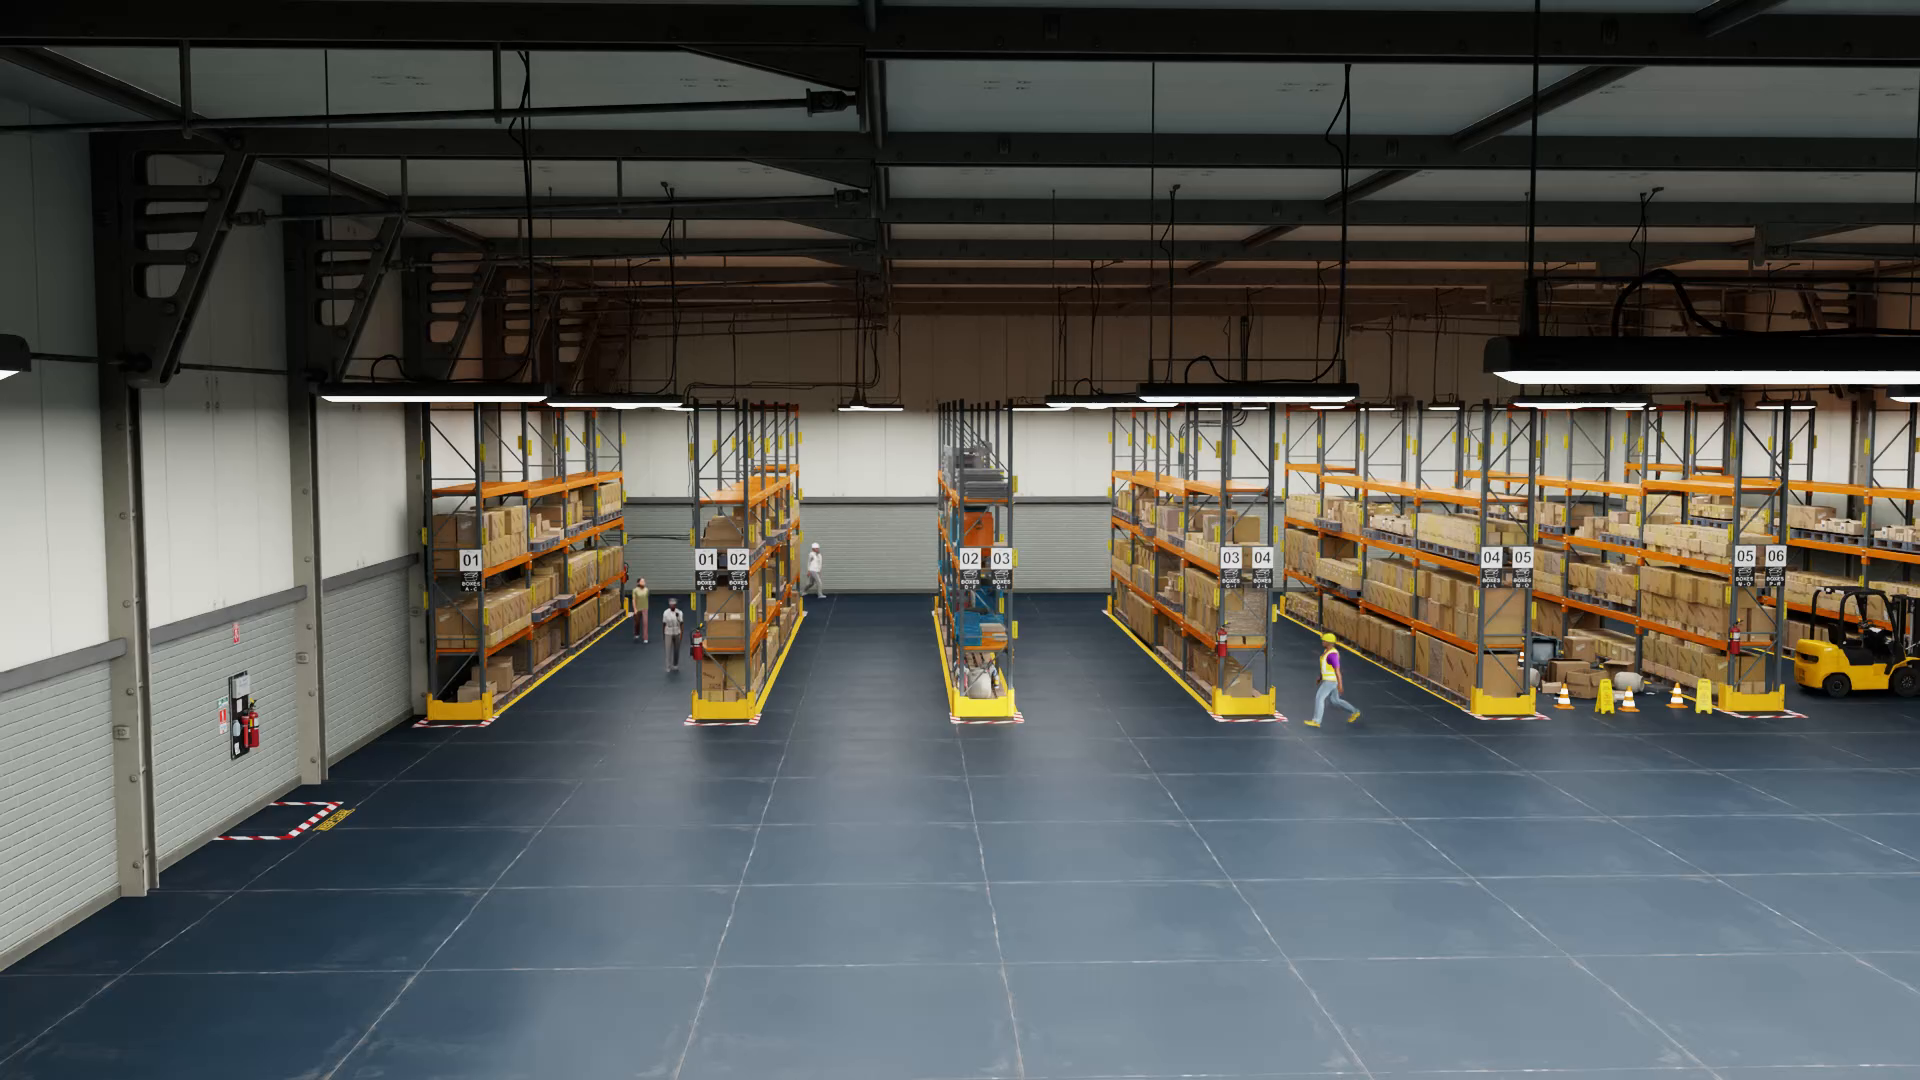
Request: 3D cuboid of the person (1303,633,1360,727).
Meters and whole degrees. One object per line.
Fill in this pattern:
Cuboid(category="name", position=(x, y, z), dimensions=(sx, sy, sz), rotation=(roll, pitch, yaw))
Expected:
Cuboid(category="person", position=(6.818, 2.560, 30.412), dimensions=(1.068, 1.715, 0.647), rotation=(0, 4, 3))

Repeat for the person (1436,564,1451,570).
Cuboid(category="person", position=(14.672, 1.037, 50.696), dimensions=(1.063, 1.617, 0.564), rotation=(1, 4, 14))

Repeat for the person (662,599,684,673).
Cuboid(category="person", position=(-6.347, 2.097, 36.780), dimensions=(0.469, 1.620, 0.977), rotation=(-1, 5, -16))

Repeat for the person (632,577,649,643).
Cuboid(category="person", position=(-7.980, 1.741, 41.536), dimensions=(0.411, 1.620, 1.019), rotation=(-1, 4, -12))

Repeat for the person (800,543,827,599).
Cuboid(category="person", position=(-4.553, 0.946, 51.602), dimensions=(1.052, 1.726, 0.522), rotation=(2, 5, 20))
